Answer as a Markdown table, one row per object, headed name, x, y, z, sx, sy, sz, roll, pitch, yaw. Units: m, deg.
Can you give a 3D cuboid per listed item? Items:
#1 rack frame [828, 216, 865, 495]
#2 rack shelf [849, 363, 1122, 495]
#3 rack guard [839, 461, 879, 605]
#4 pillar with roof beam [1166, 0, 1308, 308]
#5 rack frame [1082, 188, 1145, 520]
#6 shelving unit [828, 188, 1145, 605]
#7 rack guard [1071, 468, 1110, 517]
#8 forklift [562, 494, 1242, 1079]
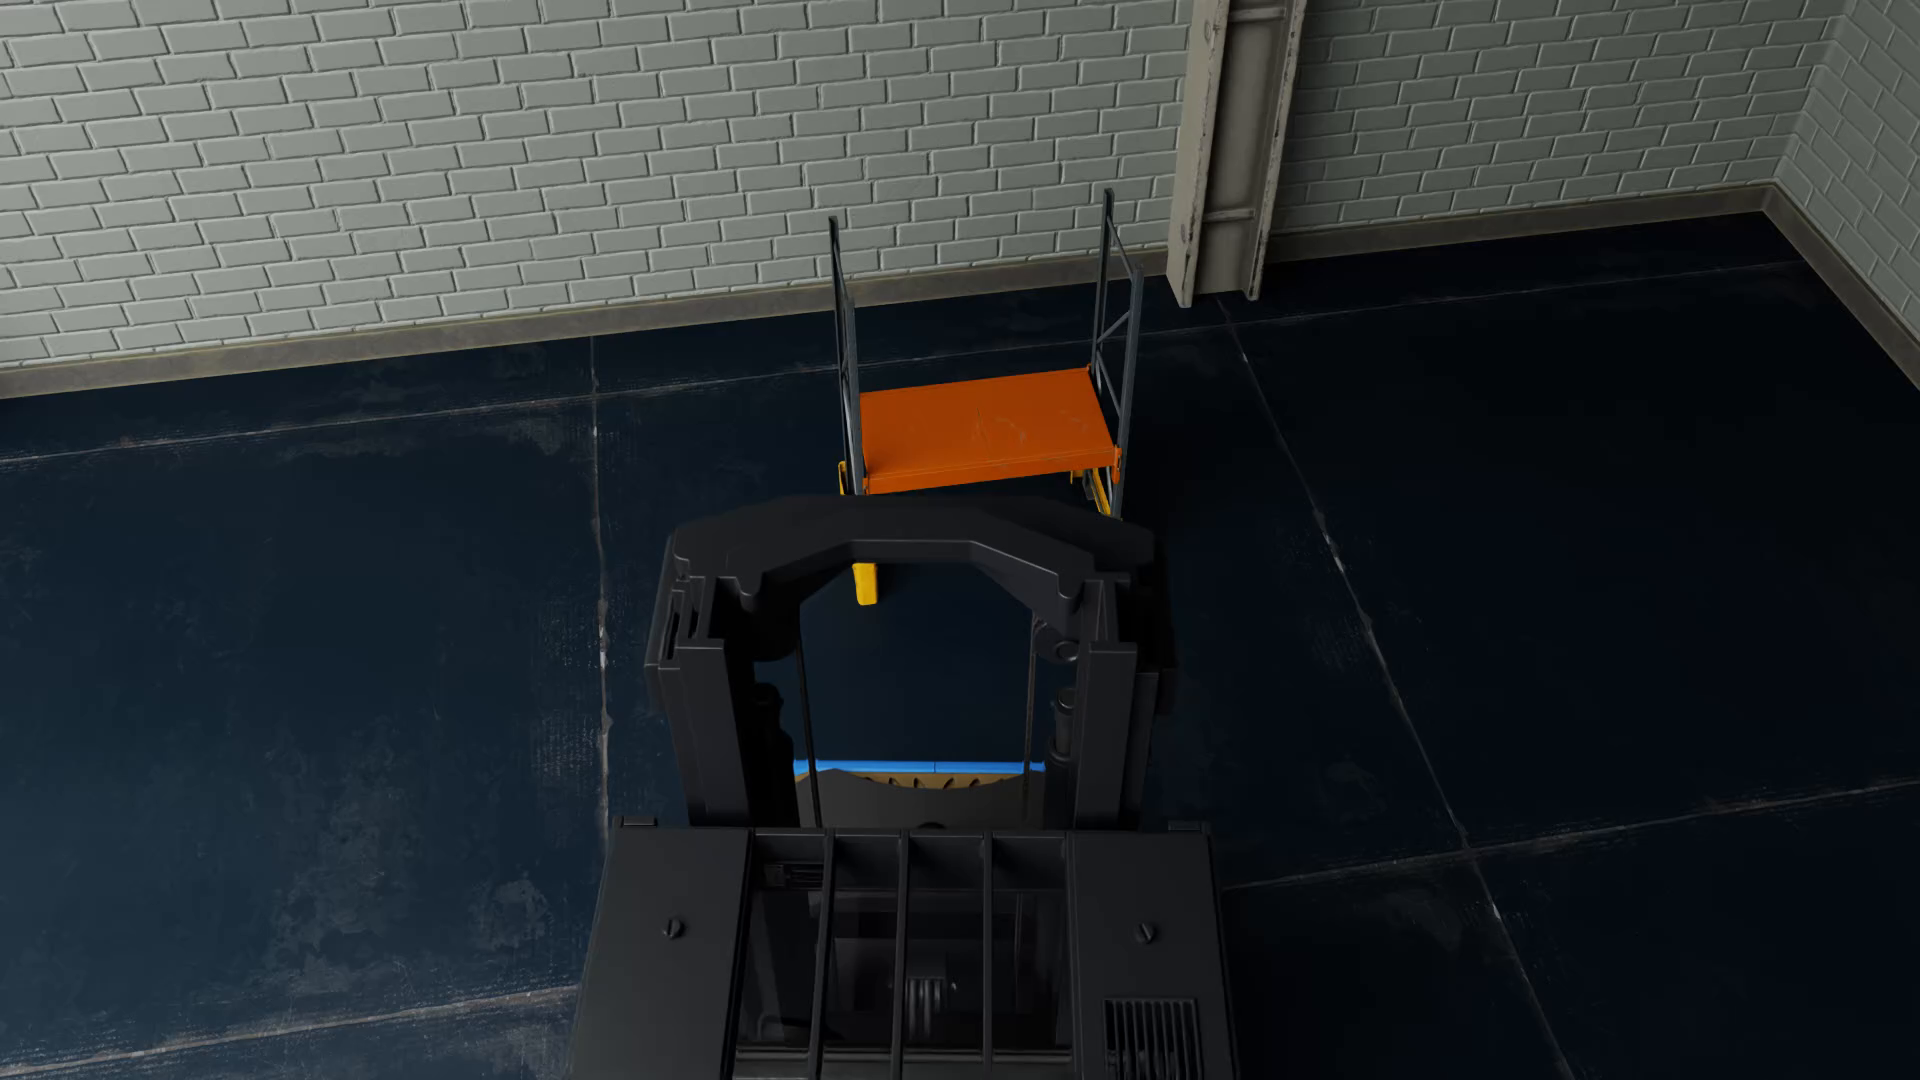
| name | x | y | z | sx | sy | sz | roll | pitch | yaw |
| --- | --- | --- | --- | --- | --- | --- | --- | --- | --- |
| rack frame | -0.417 | -0.468 | 6.353 | 0.032 | 1.500 | 0.500 | -7 | 46 | -7 |
| rack shelf | 0.084 | -0.406 | 6.543 | 1.000 | 0.185 | 0.538 | -7 | 46 | -7 |
| rack guard | -0.416 | -0.035 | 6.803 | 0.087 | 0.250 | 0.587 | -7 | 46 | -7 |
| pillar with roof beam | 1.967 | -1.320 | 1.966 | 0.400 | 9.000 | 9.100 | -7 | 46 | -7 |
| rack frame | 0.585 | -0.593 | 6.473 | 0.032 | 1.500 | 0.500 | -7 | 46 | -7 |
| shelving unit | 0.075 | -0.530 | 6.412 | 1.083 | 1.500 | 0.587 | -7 | 46 | -7 |
| rack guard | 0.566 | -0.157 | 6.921 | 0.087 | 0.250 | 0.587 | -7 | 46 | -7 |
| forklift | -0.090 | 1.435 | 3.526 | 1.130 | 2.935 | 3.031 | 0 | 46 | 0 |
